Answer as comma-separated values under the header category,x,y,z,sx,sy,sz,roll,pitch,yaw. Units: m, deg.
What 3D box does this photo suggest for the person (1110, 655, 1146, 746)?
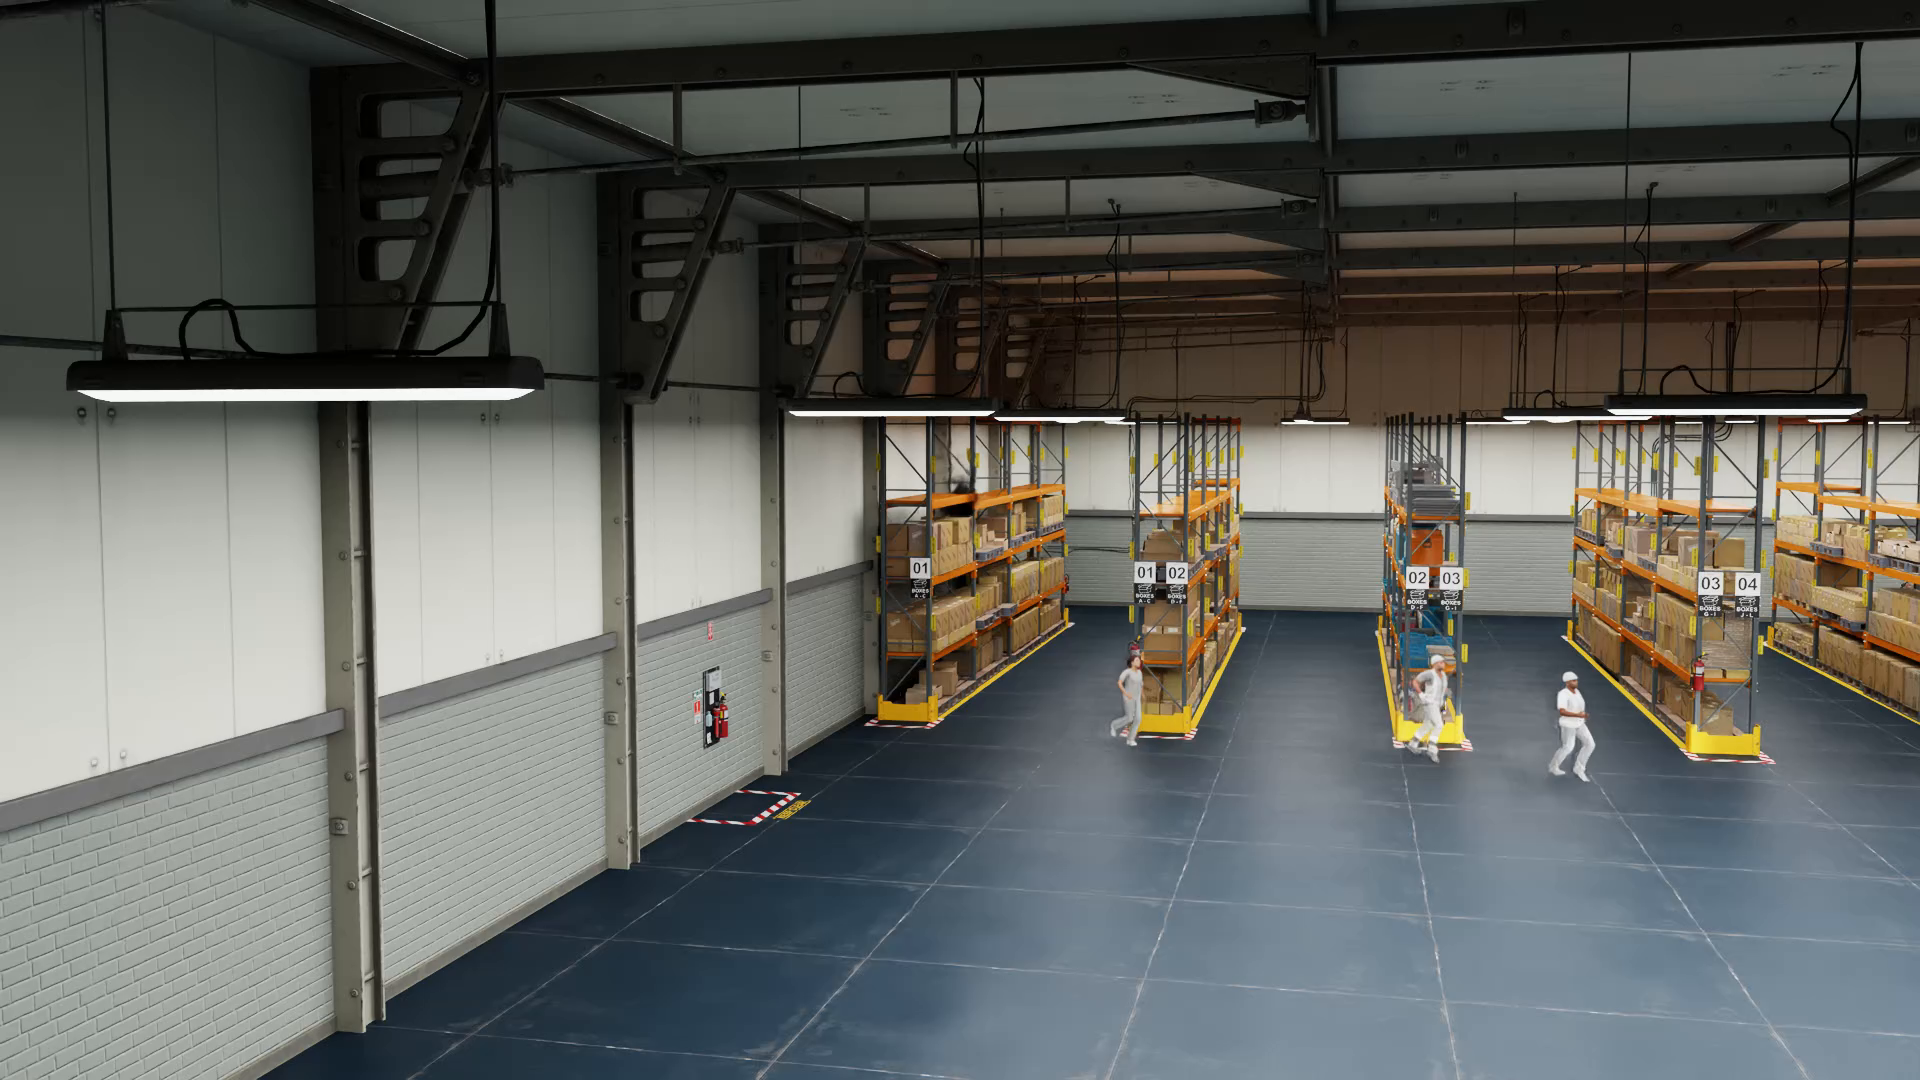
category,x,y,z,sx,sy,sz,roll,pitch,yaw
person,3.130,2.877,30.120,0.613,1.605,0.727,-3,5,-37

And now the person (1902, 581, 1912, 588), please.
category,x,y,z,sx,sy,sz,roll,pitch,yaw
person,25.169,1.899,44.187,0.741,1.692,0.672,1,4,12

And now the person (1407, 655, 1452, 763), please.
category,x,y,z,sx,sy,sz,roll,pitch,yaw
person,8.175,2.886,28.815,0.657,1.827,0.738,-4,5,-44

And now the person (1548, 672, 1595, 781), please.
category,x,y,z,sx,sy,sz,roll,pitch,yaw
person,9.974,3.033,27.079,0.707,1.790,0.734,-3,5,-38
